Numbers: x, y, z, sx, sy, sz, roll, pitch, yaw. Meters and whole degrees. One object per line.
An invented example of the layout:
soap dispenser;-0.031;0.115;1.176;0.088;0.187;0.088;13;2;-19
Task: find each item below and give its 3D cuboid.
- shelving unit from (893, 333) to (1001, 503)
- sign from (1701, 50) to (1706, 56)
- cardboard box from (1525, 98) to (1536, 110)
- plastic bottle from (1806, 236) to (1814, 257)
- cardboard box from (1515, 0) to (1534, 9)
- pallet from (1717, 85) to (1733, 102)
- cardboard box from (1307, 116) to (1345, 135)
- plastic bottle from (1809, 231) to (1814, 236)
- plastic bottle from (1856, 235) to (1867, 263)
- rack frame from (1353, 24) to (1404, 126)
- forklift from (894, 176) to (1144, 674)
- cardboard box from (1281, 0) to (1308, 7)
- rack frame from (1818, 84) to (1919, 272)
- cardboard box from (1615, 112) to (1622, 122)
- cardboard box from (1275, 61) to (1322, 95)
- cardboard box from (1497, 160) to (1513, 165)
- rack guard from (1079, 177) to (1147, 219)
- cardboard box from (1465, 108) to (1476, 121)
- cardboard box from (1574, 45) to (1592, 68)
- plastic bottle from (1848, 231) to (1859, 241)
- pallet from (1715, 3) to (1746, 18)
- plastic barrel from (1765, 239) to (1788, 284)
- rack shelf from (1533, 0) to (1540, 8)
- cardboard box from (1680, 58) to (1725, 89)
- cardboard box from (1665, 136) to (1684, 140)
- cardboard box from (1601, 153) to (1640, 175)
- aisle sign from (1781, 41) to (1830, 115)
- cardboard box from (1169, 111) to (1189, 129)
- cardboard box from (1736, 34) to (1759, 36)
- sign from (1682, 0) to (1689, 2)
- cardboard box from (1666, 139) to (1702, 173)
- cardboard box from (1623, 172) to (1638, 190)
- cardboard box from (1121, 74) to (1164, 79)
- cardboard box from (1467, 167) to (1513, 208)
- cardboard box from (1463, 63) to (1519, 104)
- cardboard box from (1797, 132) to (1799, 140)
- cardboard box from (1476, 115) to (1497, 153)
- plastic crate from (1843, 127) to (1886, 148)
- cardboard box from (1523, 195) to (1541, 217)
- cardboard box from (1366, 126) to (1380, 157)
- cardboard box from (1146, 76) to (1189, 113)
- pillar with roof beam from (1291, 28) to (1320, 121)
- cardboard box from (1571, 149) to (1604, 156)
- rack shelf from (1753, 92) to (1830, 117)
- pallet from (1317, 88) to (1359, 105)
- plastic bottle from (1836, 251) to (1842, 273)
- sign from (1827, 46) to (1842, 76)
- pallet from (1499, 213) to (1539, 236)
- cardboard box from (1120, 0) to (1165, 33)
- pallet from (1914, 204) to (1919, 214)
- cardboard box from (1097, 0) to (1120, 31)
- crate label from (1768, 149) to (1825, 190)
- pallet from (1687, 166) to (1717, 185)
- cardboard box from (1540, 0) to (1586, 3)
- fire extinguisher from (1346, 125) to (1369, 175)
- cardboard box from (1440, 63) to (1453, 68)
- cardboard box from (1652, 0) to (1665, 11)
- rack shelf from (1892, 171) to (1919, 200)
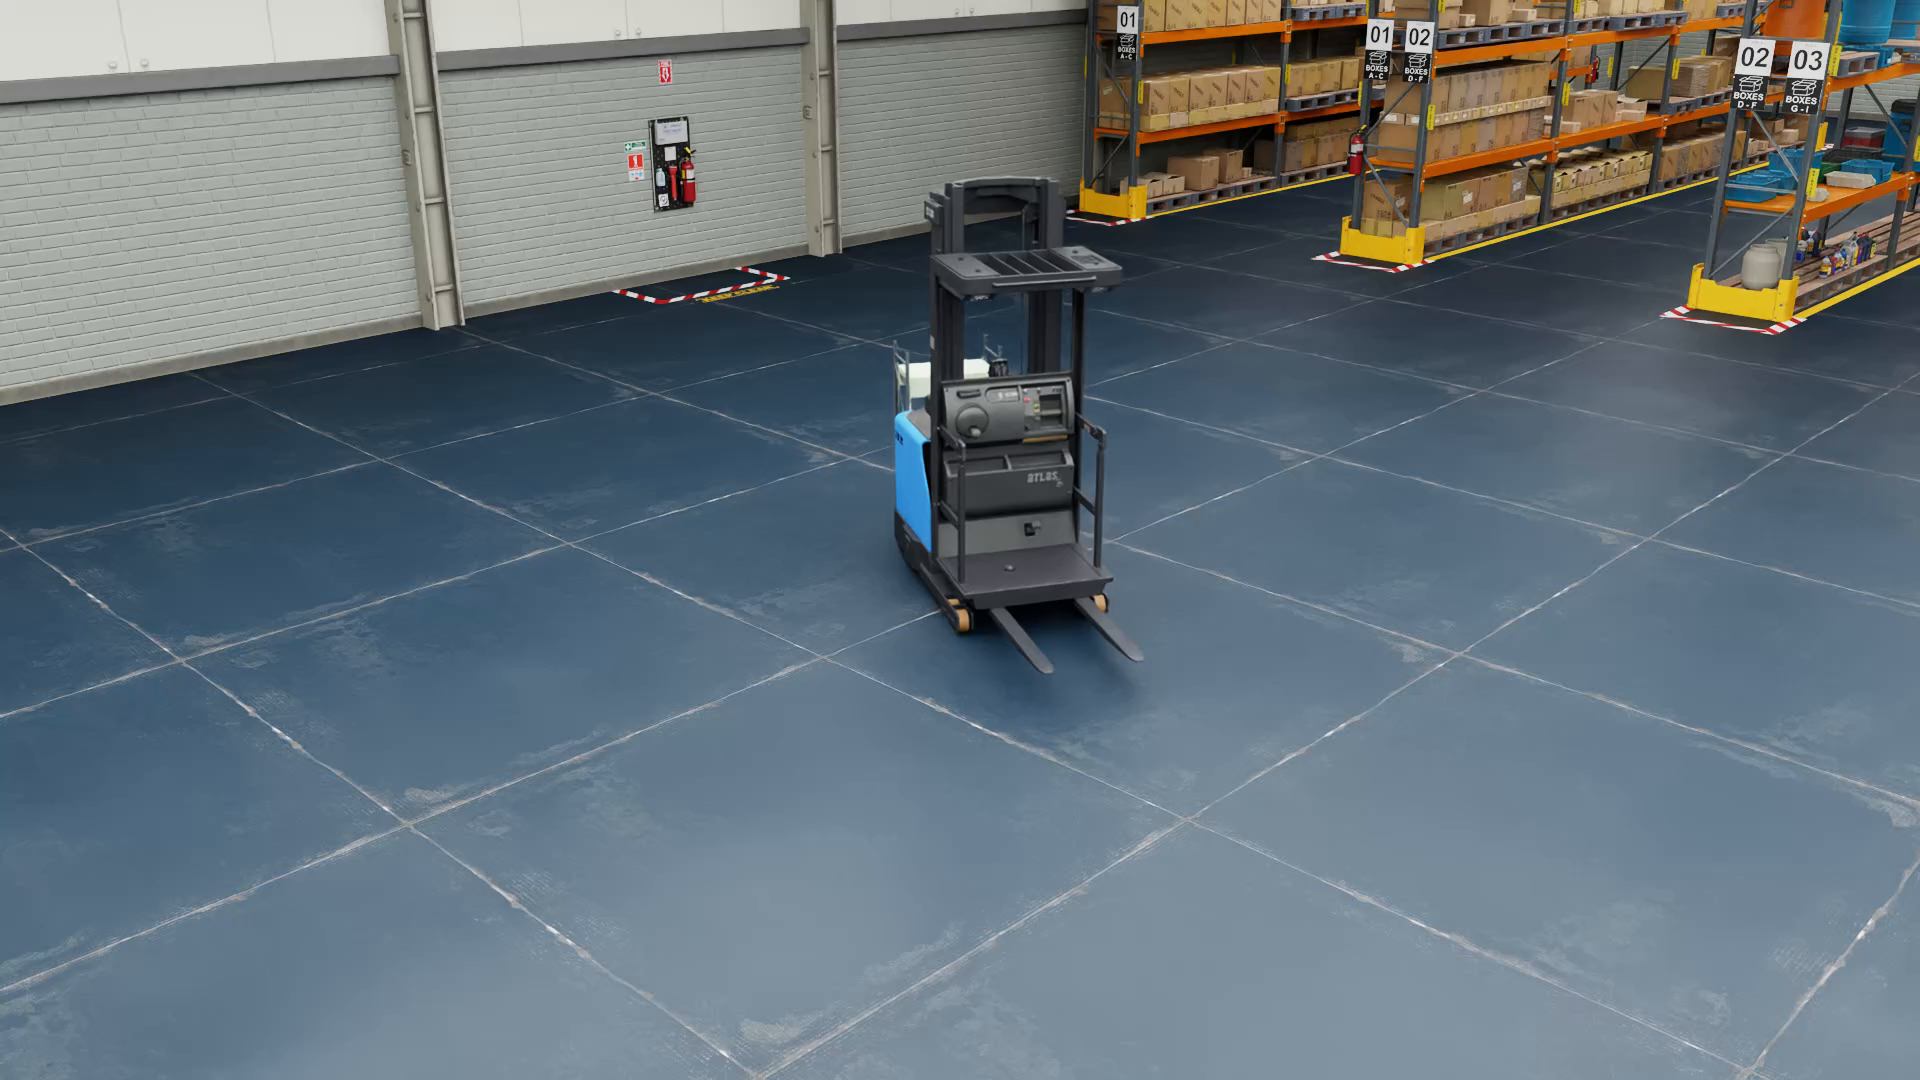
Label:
shelving unit;-0.103;-0.825;13.131;0.755;1.500;0.431;-6;22;-16
sign;13.921;-9.013;31.136;0.100;0.325;0.005;19;28;41
cardboard box;8.344;-6.514;24.797;0.380;0.149;0.250;18;28;39
plastic bottle;11.406;-3.939;22.331;0.097;0.271;0.097;0;21;0
cardboard box;8.194;-8.063;24.772;0.500;0.500;0.500;-17;27;-38
pallet;13.680;-8.207;30.515;1.003;0.211;1.213;19;28;41
cardboard box;6.710;-7.612;30.523;0.500;0.250;0.500;19;28;40
plastic bottle;11.539;-4.050;22.613;0.135;0.276;0.152;-19;28;-40
plastic bottle;11.904;-3.860;22.015;0.144;0.351;0.185;18;27;38
rack frame;7.973;-8.686;31.492;1.000;3.000;0.127;19;28;41
forklift;0.404;-0.888;11.300;1.130;2.935;3.031;-6;22;-16
cardboard box;5.621;-9.421;28.499;0.500;0.500;0.500;-15;26;-35
rack frame;12.281;-5.178;22.365;1.000;3.000;0.127;19;28;41
cardboard box;10.676;-6.988;27.424;0.250;0.149;0.380;-18;27;-38
cardboard box;5.957;-8.174;29.407;0.500;0.500;0.700;-17;27;-37
cardboard box;8.187;-5.640;25.770;0.500;0.500;0.500;19;28;41
rack guard;2.445;-5.482;26.641;1.175;0.500;0.348;19;28;41
cardboard box;7.091;-6.053;23.597;0.380;0.149;0.250;18;27;39
cardboard box;13.205;-10.749;36.440;0.700;0.700;0.980;-19;28;-40
plastic bottle;11.935;-3.945;22.237;0.144;0.351;0.185;19;28;41
pallet;13.089;-9.370;29.353;1.213;0.211;1.003;19;28;41
plastic barrel;10.245;-3.502;20.886;0.421;0.512;0.421;0;21;0
rack shelf;12.159;-11.292;35.095;1.077;0.370;4.000;19;28;41
cardboard box;13.390;-8.459;30.178;0.500;0.500;0.700;-15;26;-34
cardboard box;12.732;-7.054;30.117;0.500;0.500;0.500;18;27;39
cardboard box;10.978;-6.290;27.723;0.500;0.311;0.500;19;28;40
aisle sign;9.650;-5.271;18.985;0.394;0.787;0.004;19;28;41
cardboard box;3.312;-6.752;26.641;0.500;0.250;0.500;18;28;39
cardboard box;15.190;-9.445;31.934;0.500;0.500;0.500;20;28;41
sign;11.917;-8.984;27.256;0.100;0.325;0.005;19;28;41
cardboard box;12.762;-6.795;29.442;0.500;0.500;0.500;19;28;40
cardboard box;10.976;-6.030;27.829;0.500;0.250;0.500;19;28;40
cardboard box;2.927;-7.220;26.814;0.500;0.500;0.500;-20;29;-41
cardboard box;7.864;-5.252;24.761;0.500;0.500;0.500;19;28;41
cardboard box;7.728;-6.696;24.368;0.700;0.500;0.500;19;28;41
cardboard box;16.556;-8.103;33.312;0.380;0.166;0.250;19;28;41
cardboard box;7.357;-5.953;24.241;0.500;0.500;0.700;-19;28;-40
plastic crate;12.400;-5.409;22.877;0.402;0.464;0.583;19;28;41
cardboard box;8.568;-5.157;25.559;0.500;0.250;0.500;19;28;41
cardboard box;7.508;-7.526;31.346;0.500;0.500;0.700;-20;29;-41
cardboard box;3.293;-7.091;26.478;0.500;0.500;0.500;19;28;41
pillar with roof beam;9.531;-10.291;27.306;9.100;9.000;0.400;19;28;41
cardboard box;10.589;-6.423;28.070;0.500;0.311;0.500;18;28;39
rack shelf;15.711;-8.653;32.410;1.077;0.370;4.000;19;28;41
pallet;6.622;-8.077;30.175;1.003;0.211;1.213;19;28;41
plastic bottle;11.288;-3.583;21.406;0.097;0.271;0.097;0;21;0
sign;9.882;-5.415;18.789;0.100;0.325;0.005;19;28;41
pallet;8.150;-4.923;25.589;1.003;0.211;1.213;19;28;41
cardboard box;2.805;-8.109;25.642;0.500;0.500;0.500;-19;28;-41
pallet;15.592;-5.118;26.095;1.003;0.211;1.213;19;28;41
cardboard box;2.502;-8.256;26.026;0.500;0.500;0.500;-18;27;-38
crate label;10.581;-4.707;21.091;0.502;0.435;0.616;19;28;41
pallet;12.924;-6.640;30.055;1.003;0.211;1.213;19;28;41
cardboard box;9.193;-8.444;25.259;0.500;0.500;0.500;20;29;41
fire extinguisher;5.529;-5.440;23.155;0.296;0.674;0.183;19;28;41
cardboard box;9.214;-9.201;32.250;0.500;0.500;0.500;19;28;40
cardboard box;11.249;-8.842;27.342;0.500;0.250;0.500;17;27;37
rack shelf;13.676;-5.356;23.832;1.077;0.370;4.000;19;28;41
